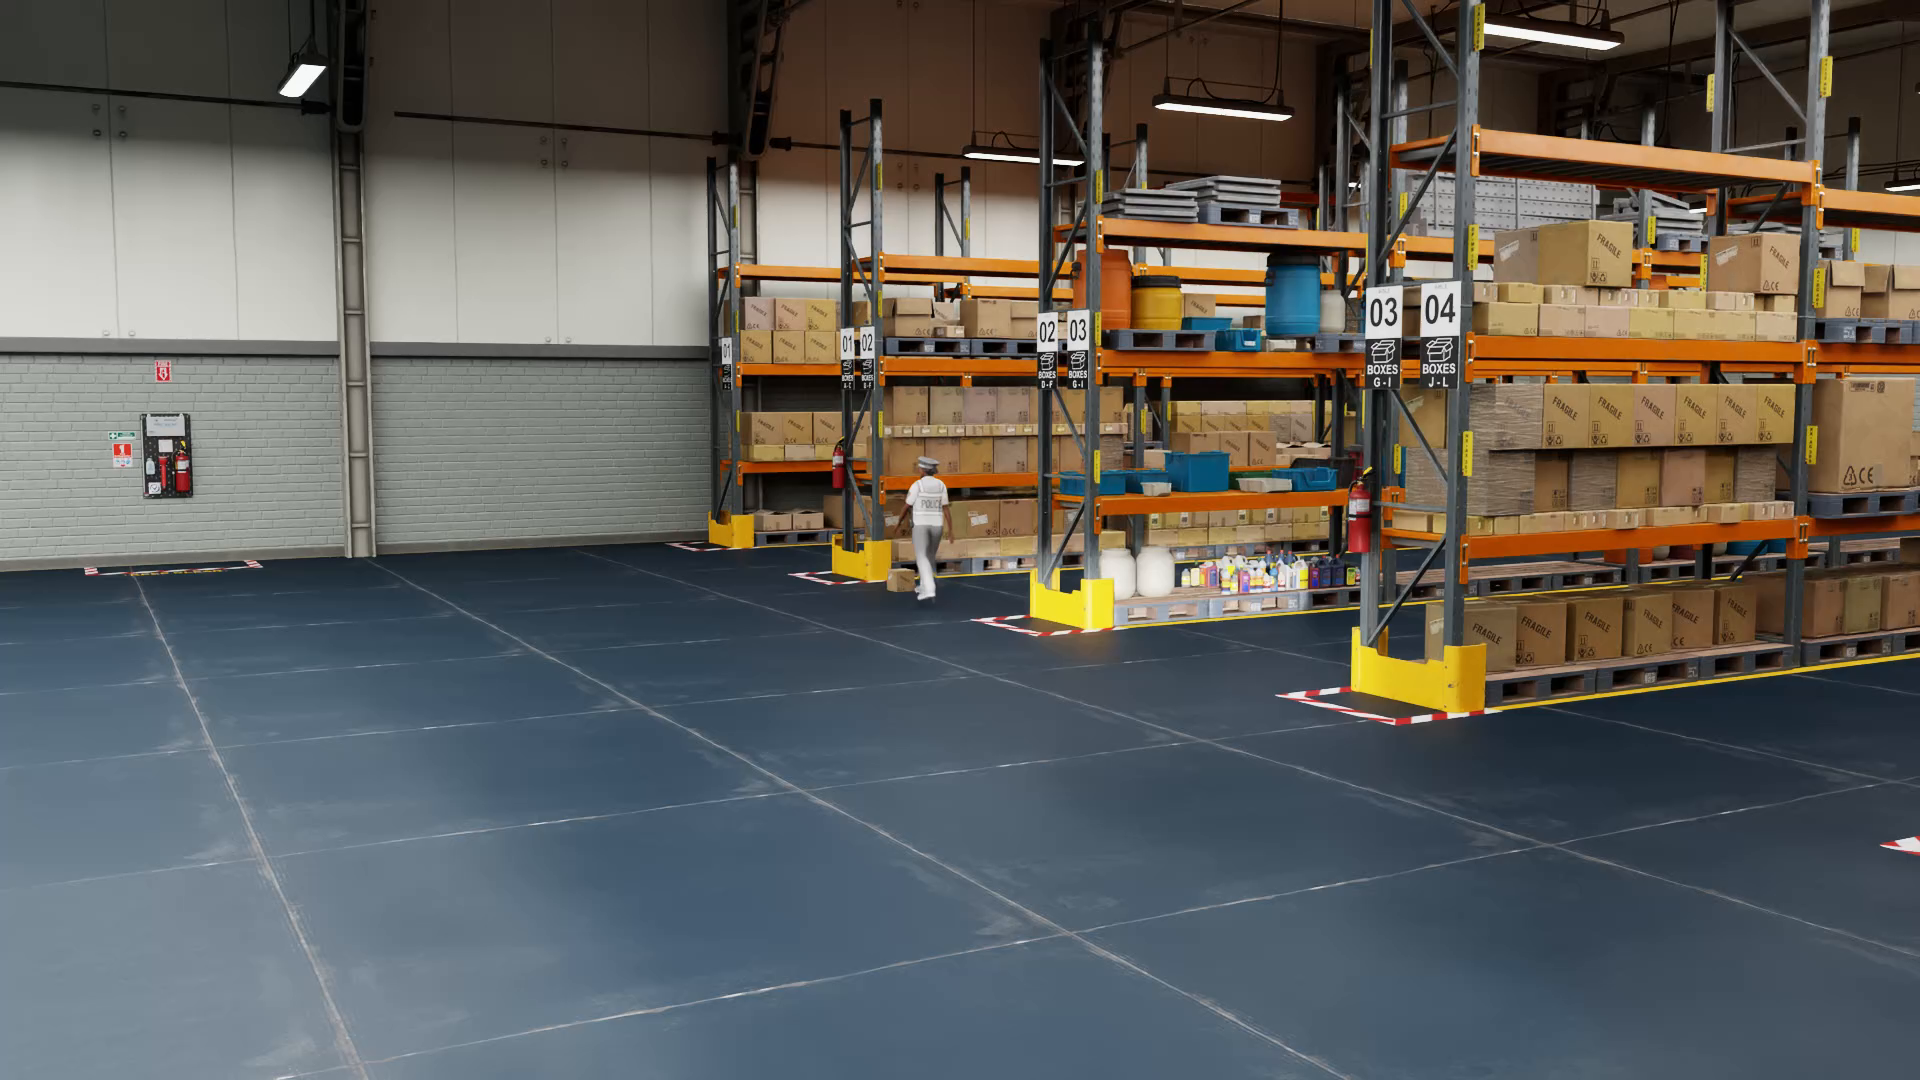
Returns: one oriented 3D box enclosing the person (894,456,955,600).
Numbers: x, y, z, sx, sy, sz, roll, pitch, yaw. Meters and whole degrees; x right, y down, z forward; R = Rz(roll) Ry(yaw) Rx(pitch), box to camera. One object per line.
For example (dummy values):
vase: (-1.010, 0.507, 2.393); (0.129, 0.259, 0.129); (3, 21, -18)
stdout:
person: (-0.396, -0.135, 18.923); (0.567, 1.629, 1.003); (-2, 6, -25)
